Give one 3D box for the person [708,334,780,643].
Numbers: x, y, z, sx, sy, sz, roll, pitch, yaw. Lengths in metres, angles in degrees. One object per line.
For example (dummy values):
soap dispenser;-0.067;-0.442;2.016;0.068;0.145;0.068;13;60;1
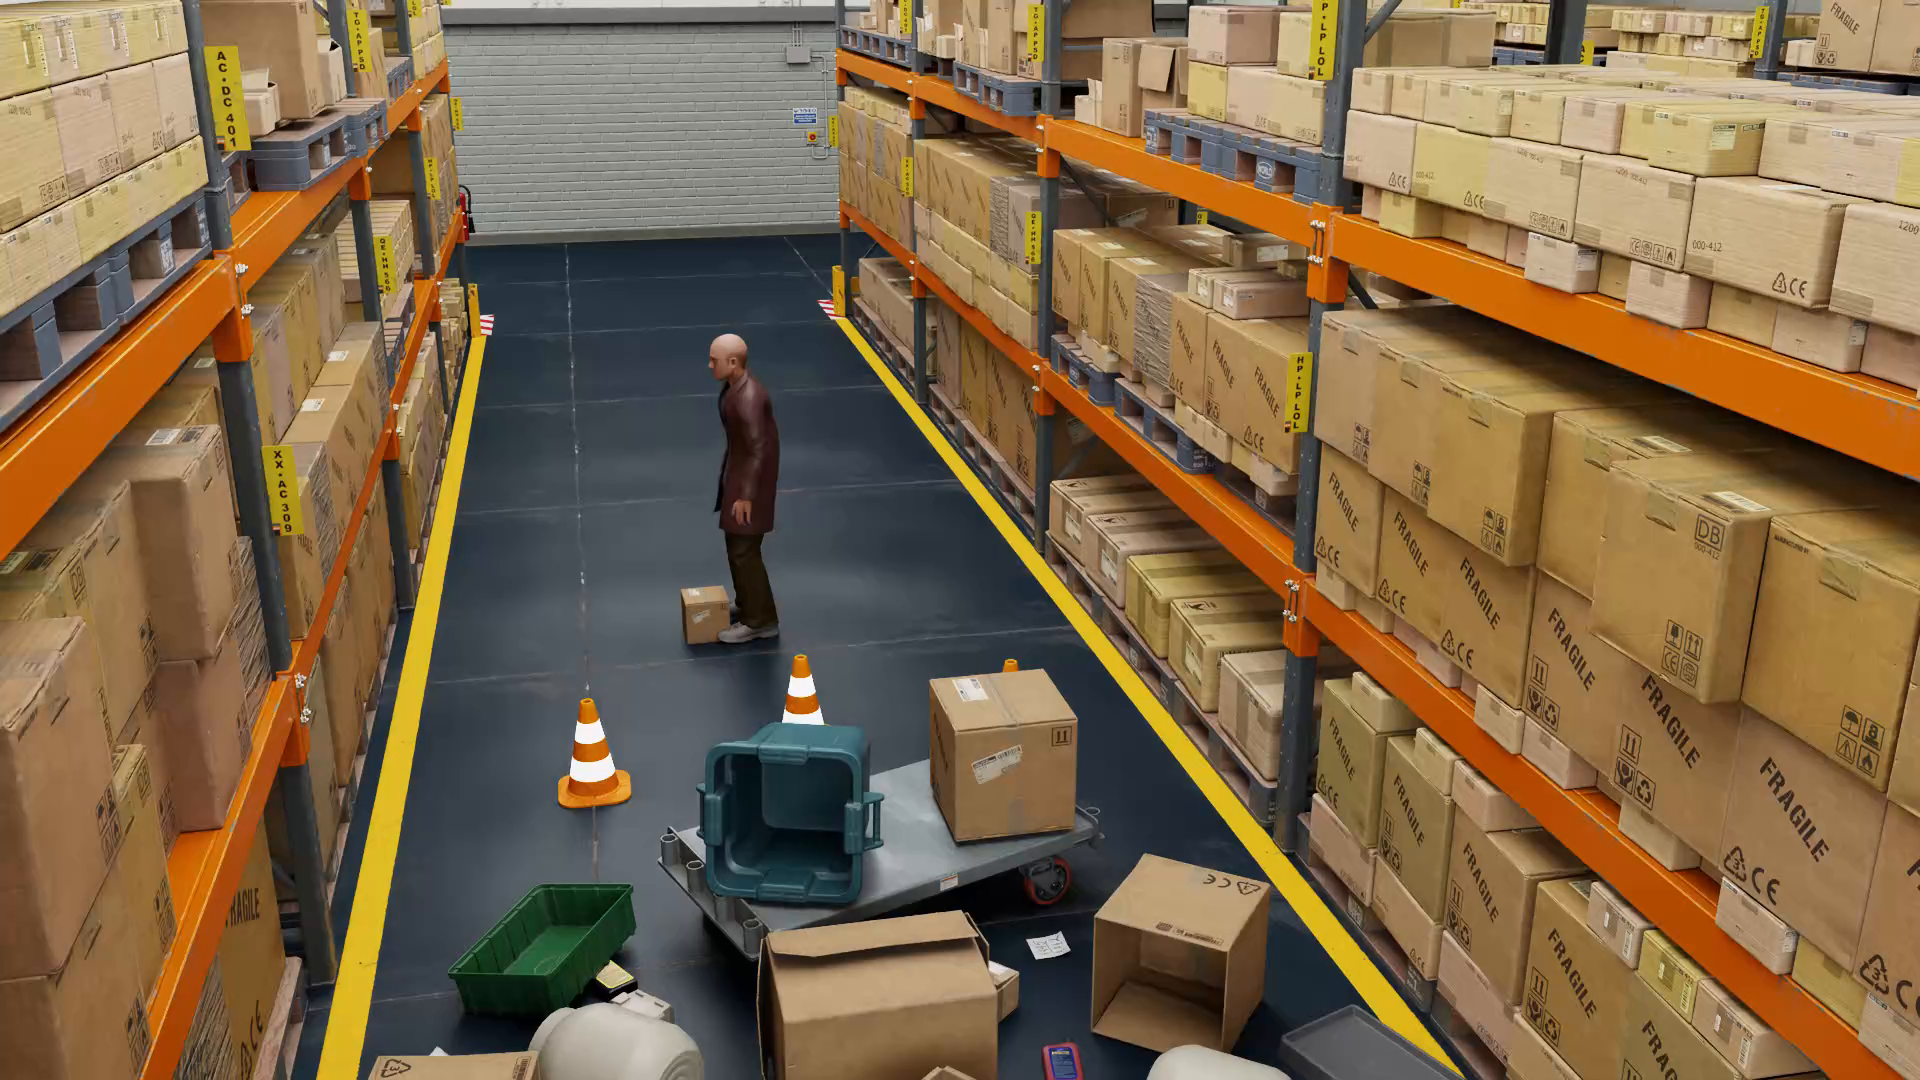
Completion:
person;-1.233;-0.302;9.452;0.418;1.774;0.656;-5;20;-15
